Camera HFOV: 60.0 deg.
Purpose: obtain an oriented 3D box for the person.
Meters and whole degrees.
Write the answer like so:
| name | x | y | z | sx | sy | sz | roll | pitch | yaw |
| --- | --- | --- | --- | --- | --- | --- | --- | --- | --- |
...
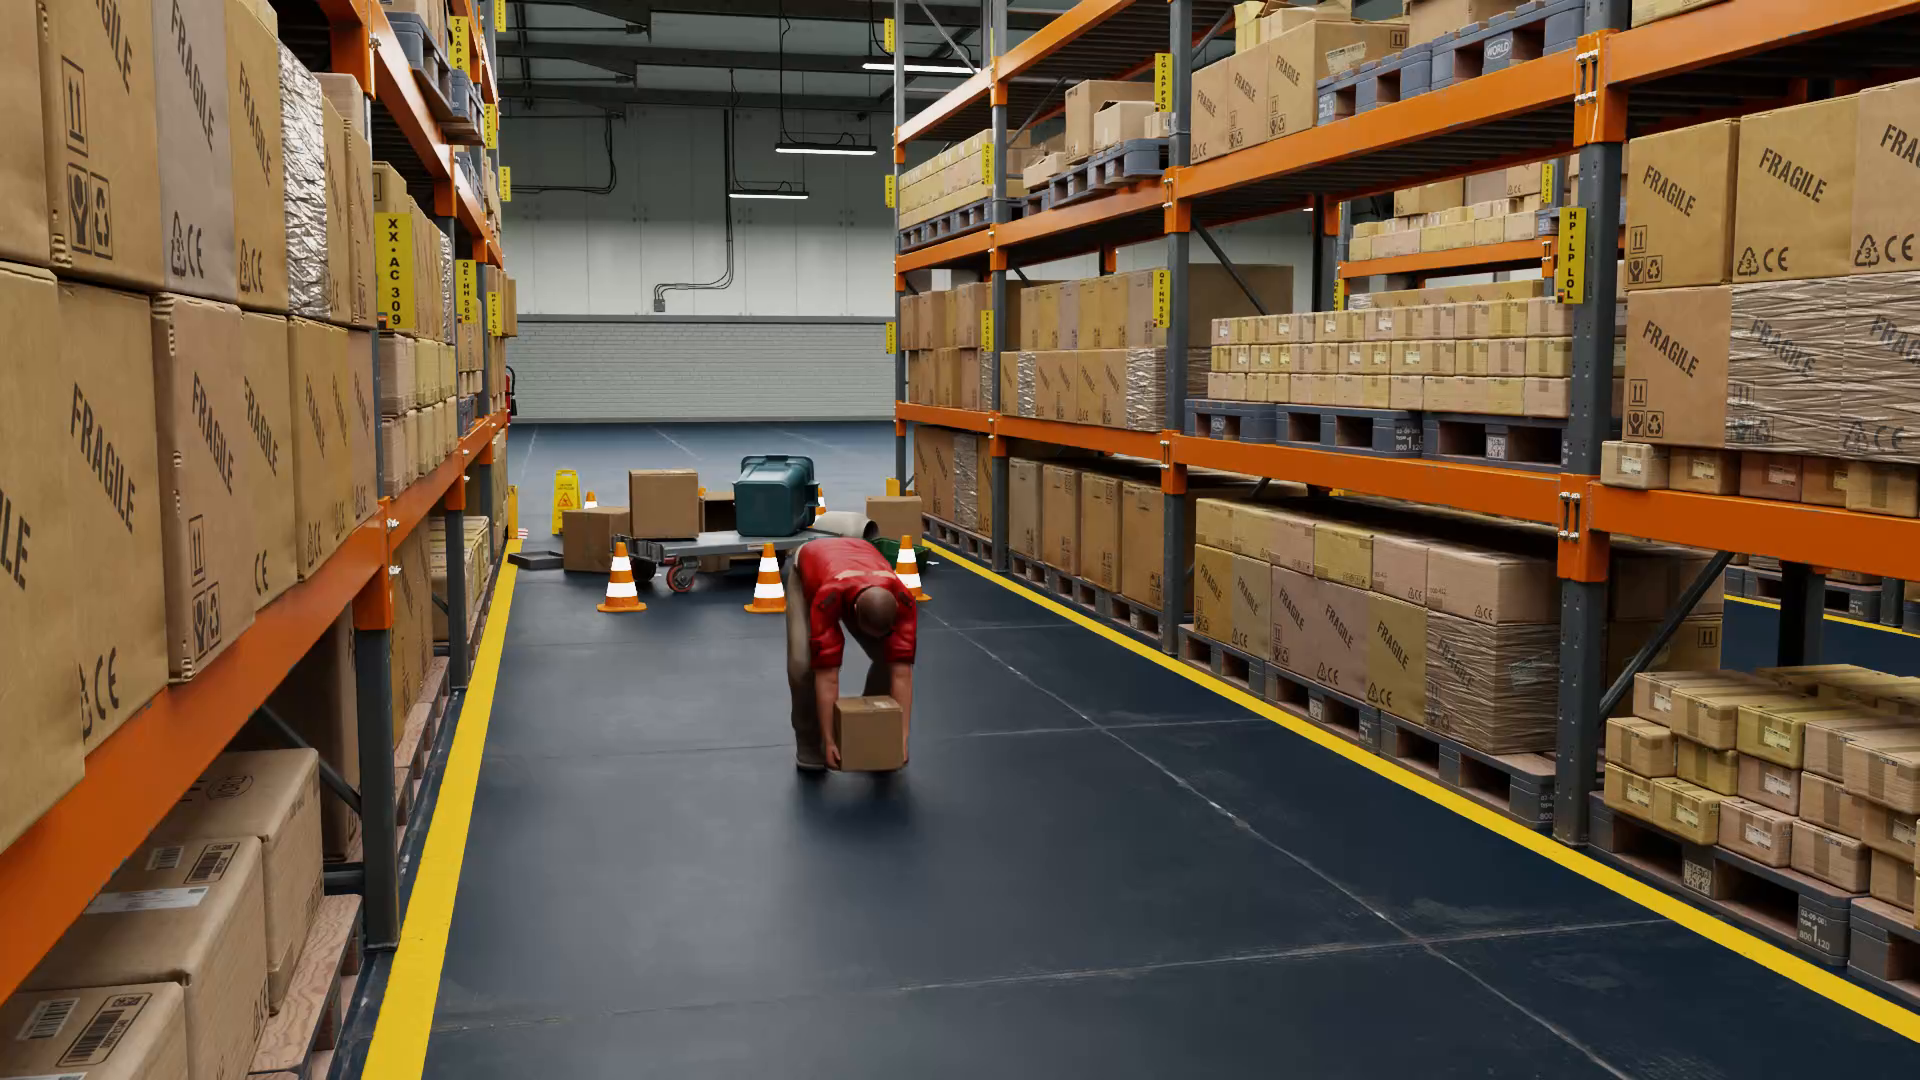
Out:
| name | x | y | z | sx | sy | sz | roll | pitch | yaw |
| --- | --- | --- | --- | --- | --- | --- | --- | --- | --- |
| person | -0.449 | 0.494 | 6.948 | 0.530 | 0.976 | 0.958 | -2 | 6 | -17 |
